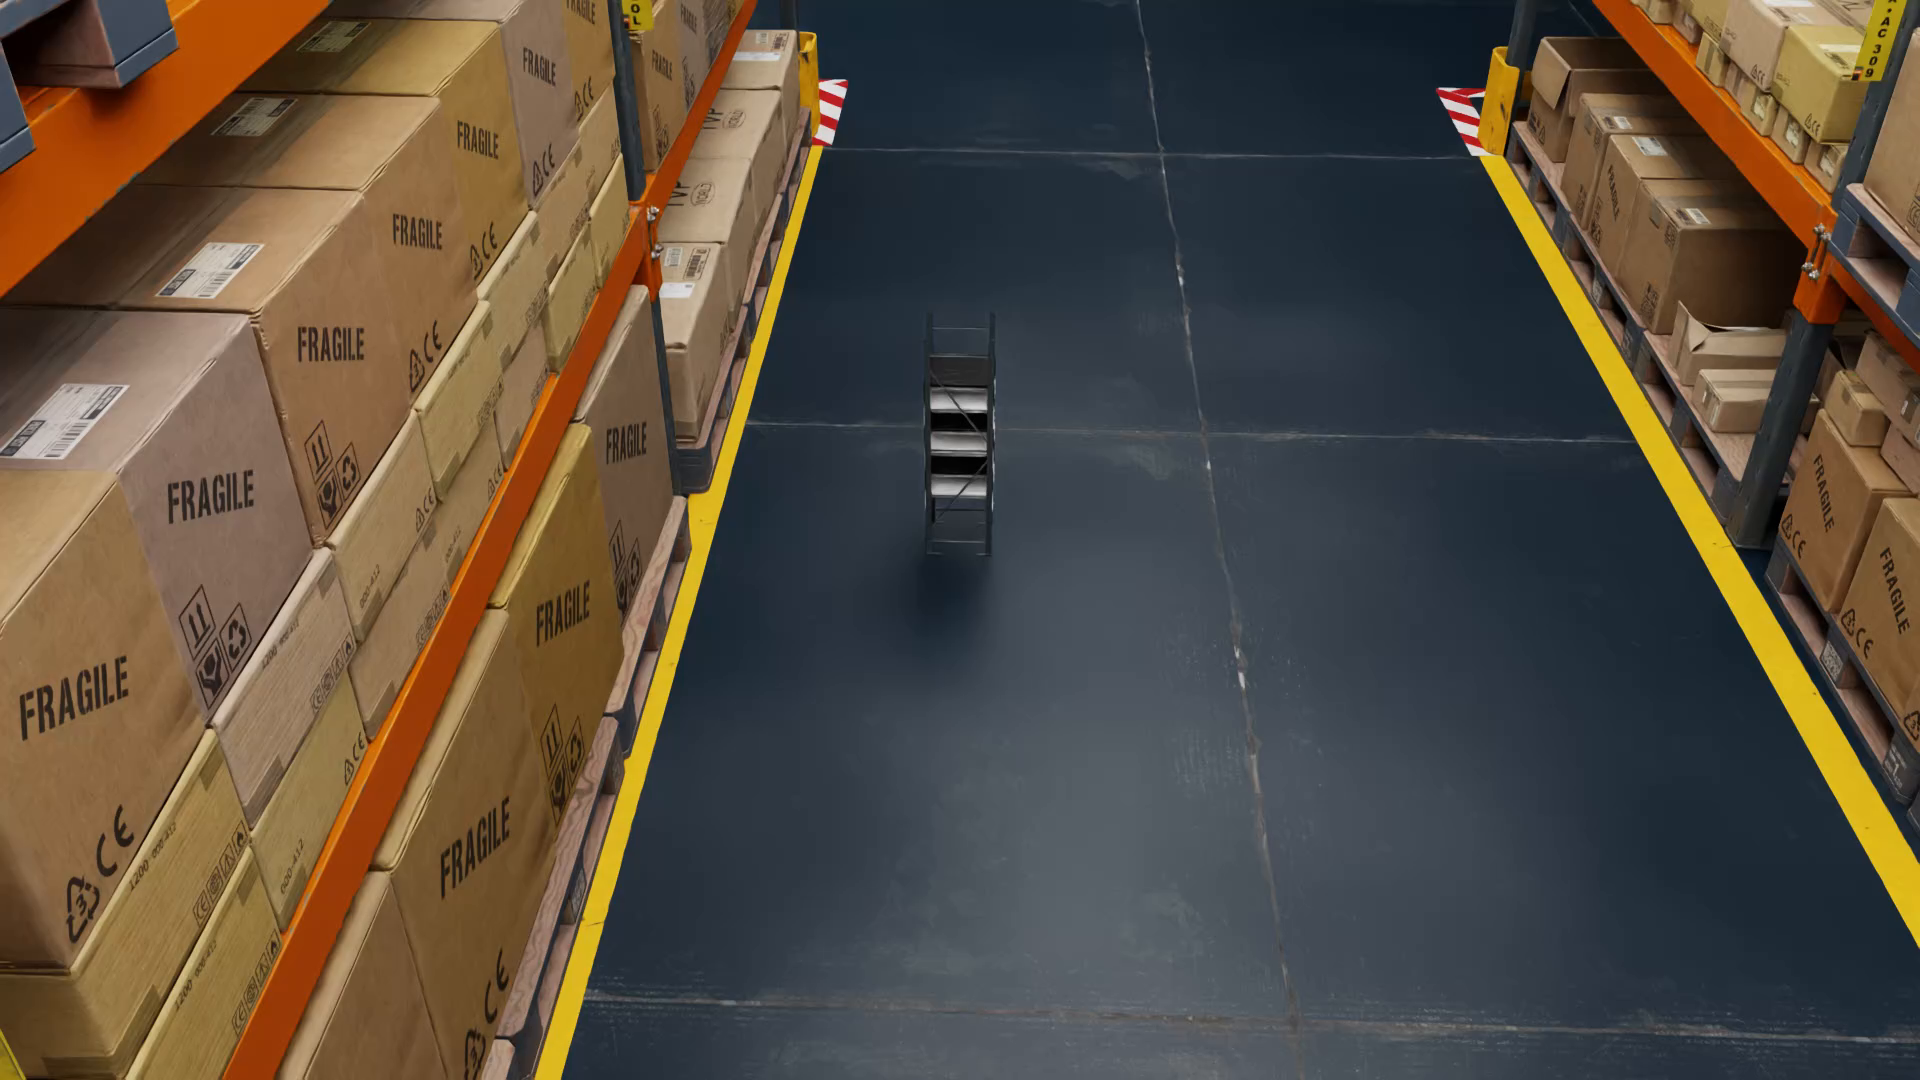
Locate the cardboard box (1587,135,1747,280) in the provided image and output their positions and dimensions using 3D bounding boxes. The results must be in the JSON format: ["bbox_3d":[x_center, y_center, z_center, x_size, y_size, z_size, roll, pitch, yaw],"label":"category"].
[{"bbox_3d":[3.239,-1.521,7.614,0.500,0.500,0.500,2,35,3],"label":"cardboard box"}]

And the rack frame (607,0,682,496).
[{"bbox_3d":[-1.568,-1.327,5.529,1.000,3.000,0.127,1,35,2],"label":"rack frame"}]

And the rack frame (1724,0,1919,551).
[{"bbox_3d":[3.392,-1.214,5.369,1.000,3.000,0.127,1,35,2],"label":"rack frame"}]

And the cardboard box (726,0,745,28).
[{"bbox_3d":[-1.216,-2.502,7.114,0.500,0.500,0.500,2,35,3],"label":"cardboard box"}]

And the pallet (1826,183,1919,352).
[{"bbox_3d":[3.251,-0.679,4.774,1.003,0.211,1.213,1,35,2],"label":"pallet"}]

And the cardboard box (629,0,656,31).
[{"bbox_3d":[-1.307,-2.045,5.594,0.500,0.500,0.500,2,35,2],"label":"cardboard box"}]

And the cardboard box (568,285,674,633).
[{"bbox_3d":[-1.513,-0.271,5.510,0.875,0.875,0.875,2,35,3],"label":"cardboard box"}]

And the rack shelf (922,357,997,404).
[{"bbox_3d":[0.000,-0.566,5.862,0.258,0.077,0.200,1,35,2],"label":"rack shelf"}]

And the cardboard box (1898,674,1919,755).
[{"bbox_3d":[3.112,0.502,4.735,0.500,0.500,0.500,0,35,0],"label":"cardboard box"}]

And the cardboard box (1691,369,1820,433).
[{"bbox_3d":[3.121,-0.547,6.533,0.380,0.149,0.250,0,35,0],"label":"cardboard box"}]

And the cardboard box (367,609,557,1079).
[{"bbox_3d":[-1.578,0.762,4.040,0.875,0.875,0.875,2,35,2],"label":"cardboard box"}]

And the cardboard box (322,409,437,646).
[{"bbox_3d":[-1.407,-0.040,3.394,0.500,0.250,0.500,1,35,2],"label":"cardboard box"}]

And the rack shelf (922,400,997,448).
[{"bbox_3d":[0.000,-0.419,5.965,0.258,0.077,0.200,1,35,2],"label":"rack shelf"}]

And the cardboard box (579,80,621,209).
[{"bbox_3d":[-1.343,-1.211,5.060,0.500,0.250,0.500,1,35,2],"label":"cardboard box"}]

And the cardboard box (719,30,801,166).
[{"bbox_3d":[-1.334,-2.367,8.872,0.875,0.438,0.875,0,35,0],"label":"cardboard box"}]

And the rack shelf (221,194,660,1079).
[{"bbox_3d":[-1.648,0.117,4.101,1.077,0.370,4.000,1,35,2],"label":"rack shelf"}]

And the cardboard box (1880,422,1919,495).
[{"bbox_3d":[3.178,-0.268,5.267,0.380,0.149,0.250,0,35,1],"label":"cardboard box"}]

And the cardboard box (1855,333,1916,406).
[{"bbox_3d":[3.172,-0.549,5.408,0.380,0.149,0.250,1,35,1],"label":"cardboard box"}]

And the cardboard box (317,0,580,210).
[{"bbox_3d":[-1.348,-1.217,4.416,0.500,0.500,0.500,2,35,3],"label":"cardboard box"}]

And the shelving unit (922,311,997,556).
[{"bbox_3d":[0.000,-0.373,5.998,0.258,0.900,0.210,1,35,2],"label":"shelving unit"}]

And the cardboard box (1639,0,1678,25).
[{"bbox_3d":[3.174,-2.336,7.184,0.380,0.149,0.250,2,35,3],"label":"cardboard box"}]

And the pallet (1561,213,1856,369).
[{"bbox_3d":[3.467,-1.171,7.732,1.003,0.211,1.213,1,35,2],"label":"pallet"}]

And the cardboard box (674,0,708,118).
[{"bbox_3d":[-1.263,-1.920,6.287,0.500,0.500,0.500,2,35,2],"label":"cardboard box"}]

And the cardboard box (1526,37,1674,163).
[{"bbox_3d":[3.433,-2.314,8.739,0.797,0.503,0.637,0,35,0],"label":"cardboard box"}]

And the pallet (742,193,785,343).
[{"bbox_3d":[-1.413,-1.324,7.950,1.003,0.211,1.213,1,35,2],"label":"pallet"}]

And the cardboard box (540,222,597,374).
[{"bbox_3d":[-1.356,-0.709,4.781,0.500,0.250,0.500,1,35,1],"label":"cardboard box"}]

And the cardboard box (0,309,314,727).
[{"bbox_3d":[-1.454,-0.041,2.744,0.500,0.500,0.500,1,35,2],"label":"cardboard box"}]

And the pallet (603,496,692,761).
[{"bbox_3d":[-1.524,0.259,5.698,1.003,0.211,1.213,1,35,2],"label":"pallet"}]

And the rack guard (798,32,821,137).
[{"bbox_3d":[-1.406,-2.616,9.537,1.175,0.500,0.348,1,35,2],"label":"rack guard"}]

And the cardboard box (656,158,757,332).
[{"bbox_3d":[-1.400,-1.323,7.387,0.875,0.438,0.875,0,35,0],"label":"cardboard box"}]

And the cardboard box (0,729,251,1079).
[{"bbox_3d":[-1.462,0.543,2.565,0.500,0.250,0.500,1,35,2],"label":"cardboard box"}]

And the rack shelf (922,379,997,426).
[{"bbox_3d":[0.000,-0.493,5.914,0.258,0.077,0.200,1,35,2],"label":"rack shelf"}]

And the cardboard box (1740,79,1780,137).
[{"bbox_3d":[3.127,-1.600,6.137,0.380,0.149,0.250,2,35,3],"label":"cardboard box"}]

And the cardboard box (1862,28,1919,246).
[{"bbox_3d":[3.149,-1.154,4.831,0.700,0.500,0.500,2,35,3],"label":"cardboard box"}]

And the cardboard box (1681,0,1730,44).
[{"bbox_3d":[3.207,-2.147,6.568,0.500,0.250,0.500,1,35,2],"label":"cardboard box"}]

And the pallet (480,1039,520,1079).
[{"bbox_3d":[-1.622,1.661,3.703,1.003,0.211,1.213,1,35,2],"label":"pallet"}]

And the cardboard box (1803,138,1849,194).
[{"bbox_3d":[3.152,-1.300,5.710,0.380,0.149,0.250,2,35,3],"label":"cardboard box"}]

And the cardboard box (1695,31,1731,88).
[{"bbox_3d":[3.147,-1.898,6.560,0.380,0.149,0.250,1,35,1],"label":"cardboard box"}]

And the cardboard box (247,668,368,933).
[{"bbox_3d":[-1.455,0.462,3.114,0.500,0.250,0.500,0,35,1],"label":"cardboard box"}]

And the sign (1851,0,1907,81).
[{"bbox_3d":[2.849,-1.577,5.132,0.100,0.325,0.005,1,35,2],"label":"sign"}]

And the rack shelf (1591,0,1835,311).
[{"bbox_3d":[3.472,-2.069,7.211,1.077,0.370,4.000,1,35,2],"label":"rack shelf"}]

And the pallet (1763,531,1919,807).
[{"bbox_3d":[3.397,0.395,5.505,1.003,0.211,1.213,1,35,2],"label":"pallet"}]

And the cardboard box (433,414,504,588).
[{"bbox_3d":[-1.411,-0.123,3.947,0.500,0.250,0.500,1,35,2],"label":"cardboard box"}]

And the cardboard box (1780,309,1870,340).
[{"bbox_3d":[3.672,-0.843,6.955,0.380,0.149,0.250,1,35,1],"label":"cardboard box"}]

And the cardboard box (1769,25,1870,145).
[{"bbox_3d":[3.169,-1.573,5.751,0.500,0.250,0.500,2,35,3],"label":"cardboard box"}]

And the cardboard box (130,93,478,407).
[{"bbox_3d":[-1.394,-0.628,3.579,0.500,0.500,0.500,2,35,3],"label":"cardboard box"}]

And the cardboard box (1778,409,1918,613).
[{"bbox_3d":[3.148,-0.091,5.579,0.500,0.500,0.500,3,35,4],"label":"cardboard box"}]

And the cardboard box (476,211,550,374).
[{"bbox_3d":[-1.370,-0.626,4.228,0.500,0.250,0.500,2,35,3],"label":"cardboard box"}]

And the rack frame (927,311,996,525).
[{"bbox_3d":[0.004,-0.431,6.081,0.240,0.900,0.006,1,35,2],"label":"rack frame"}]
